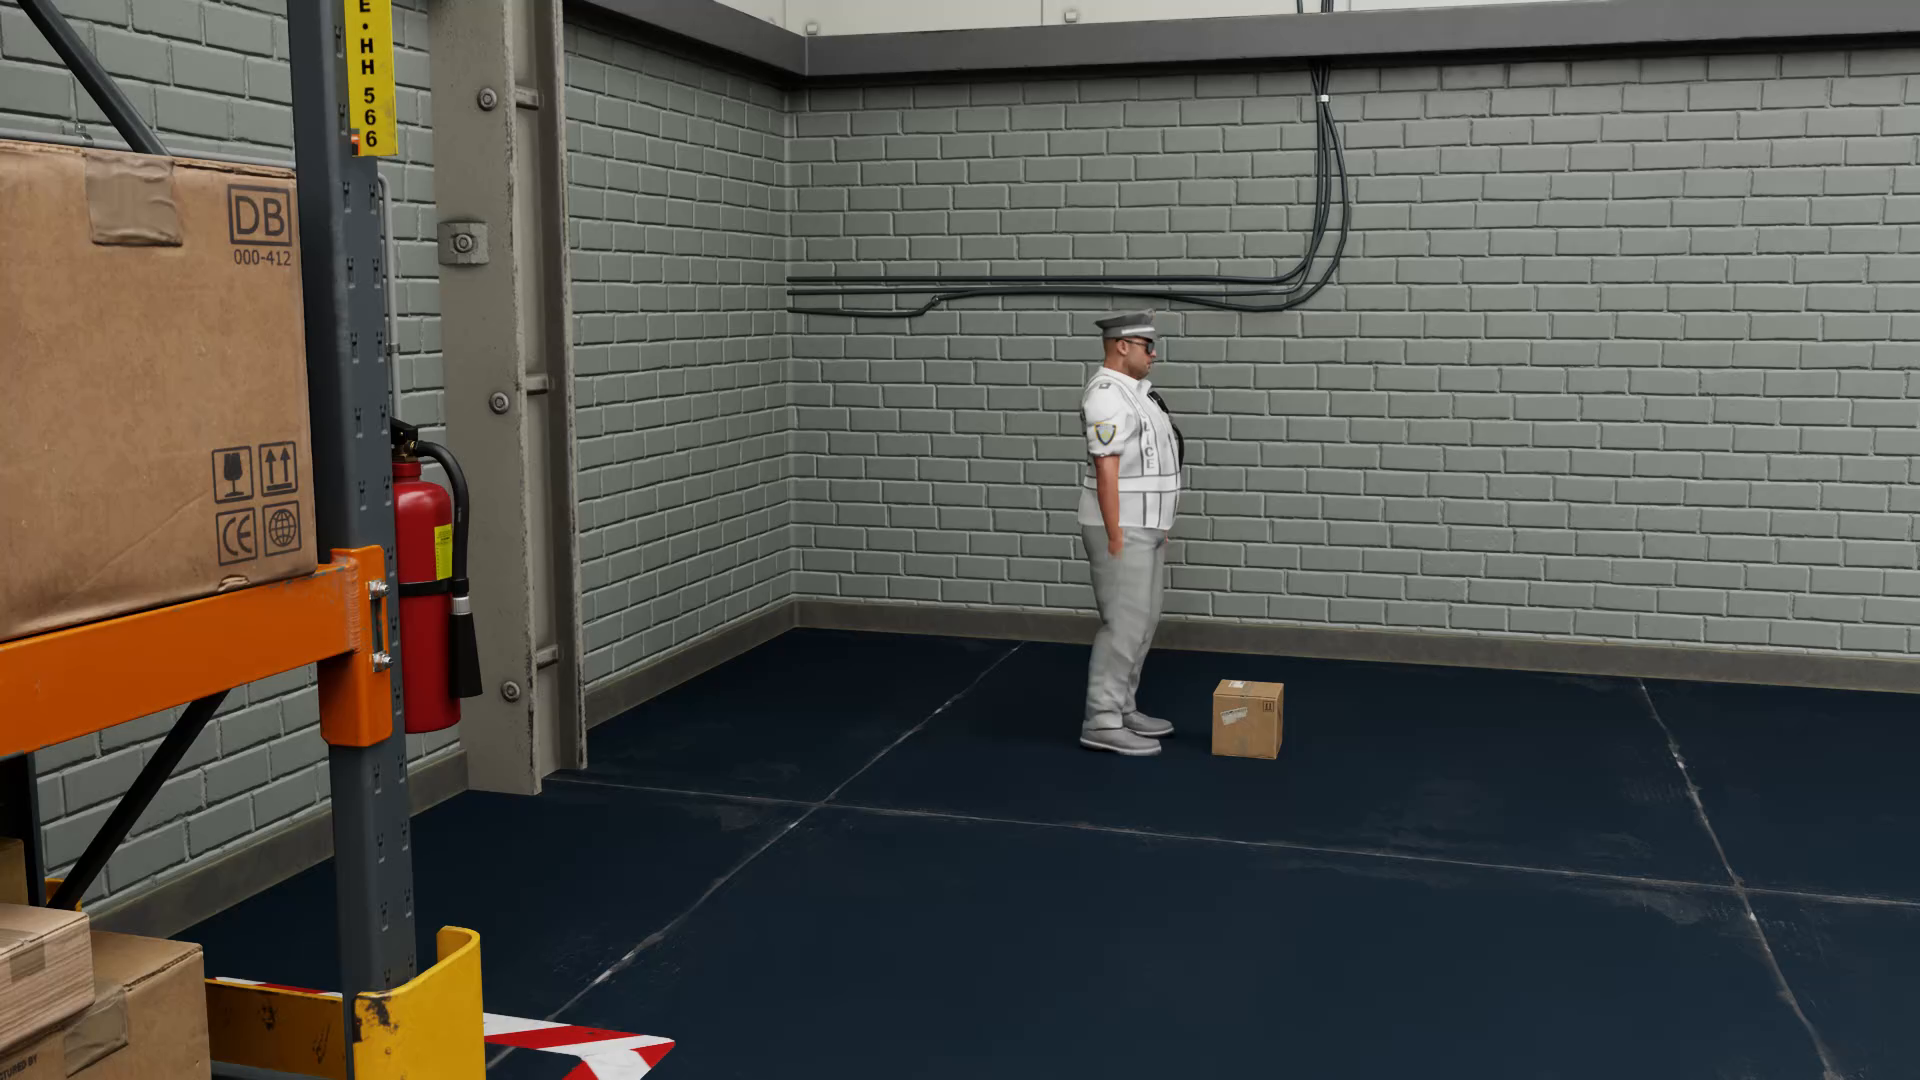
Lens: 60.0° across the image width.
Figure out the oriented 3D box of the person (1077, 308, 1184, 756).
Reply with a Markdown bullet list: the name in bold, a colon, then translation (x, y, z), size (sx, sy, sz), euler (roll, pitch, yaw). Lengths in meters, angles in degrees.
- **person**: translation (0.680, -0.047, 6.663), size (0.393, 1.752, 0.528), euler (3, 9, 17)
